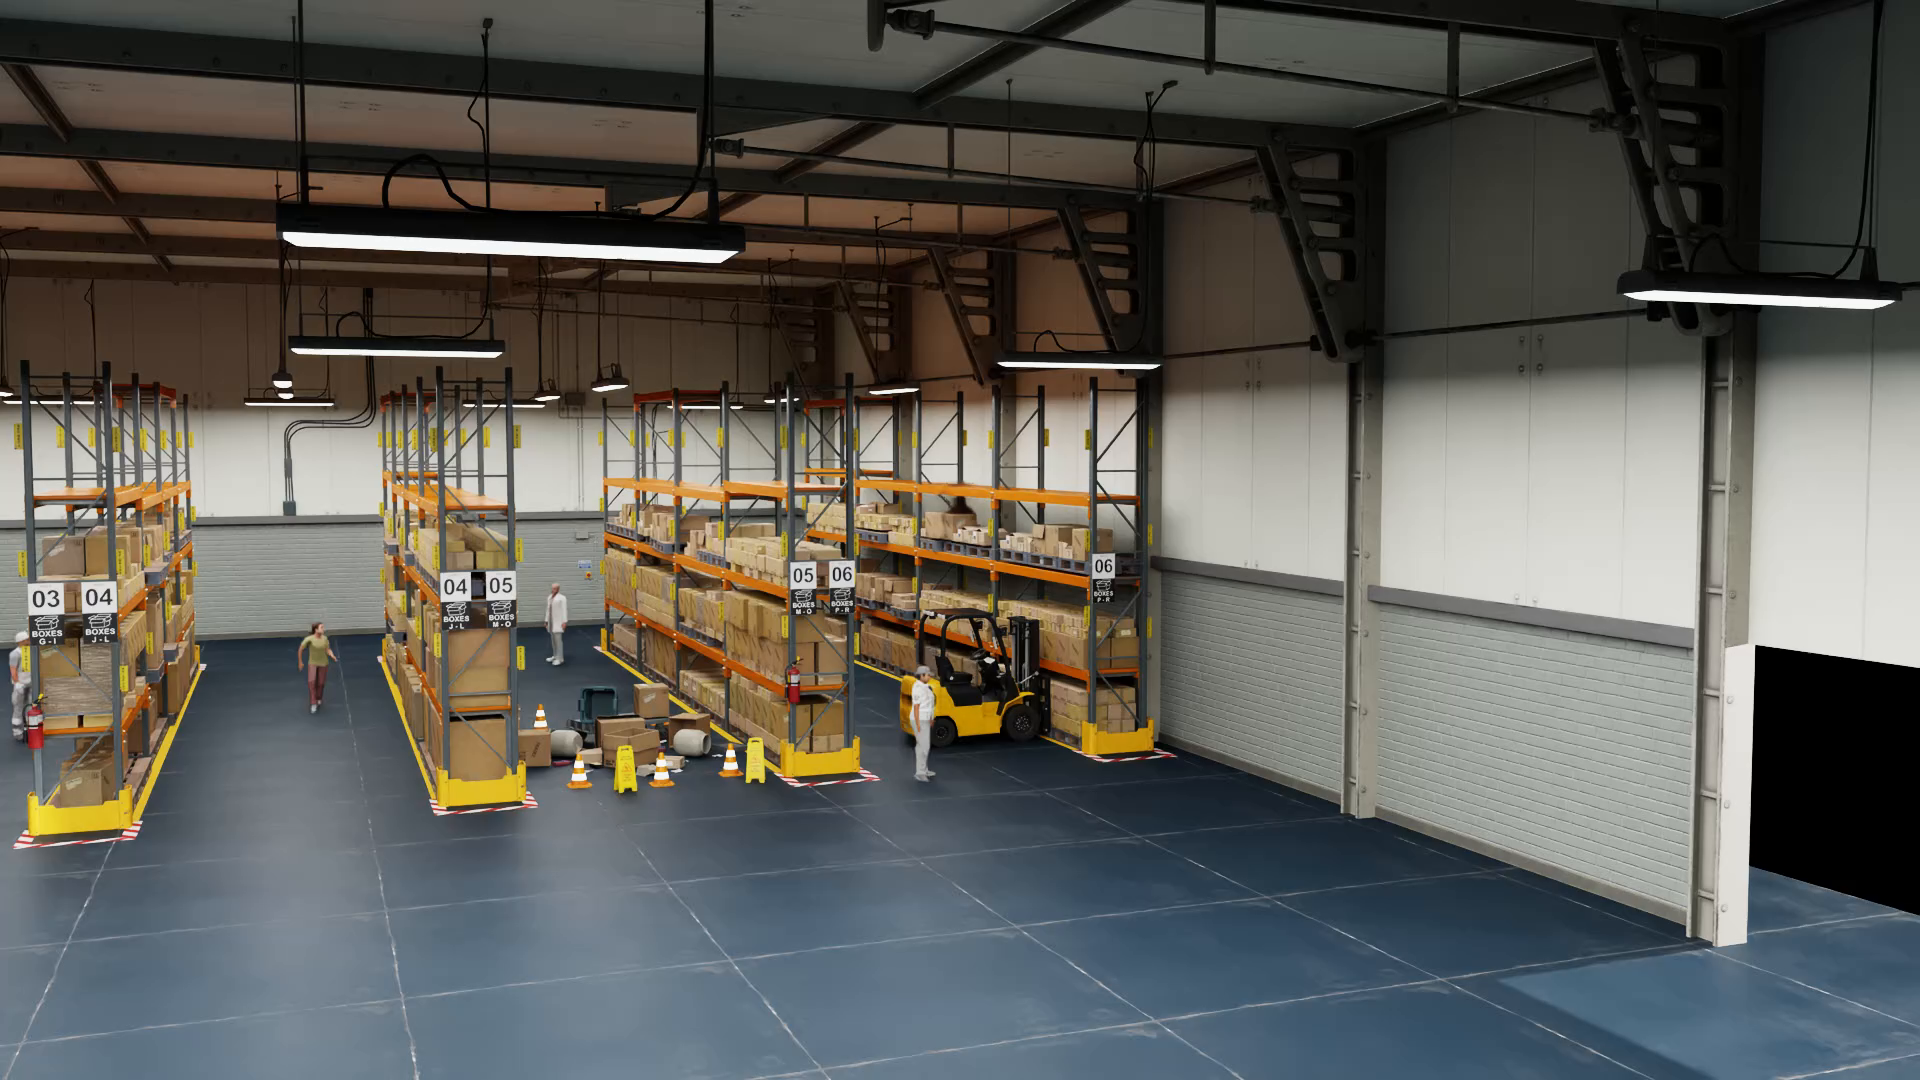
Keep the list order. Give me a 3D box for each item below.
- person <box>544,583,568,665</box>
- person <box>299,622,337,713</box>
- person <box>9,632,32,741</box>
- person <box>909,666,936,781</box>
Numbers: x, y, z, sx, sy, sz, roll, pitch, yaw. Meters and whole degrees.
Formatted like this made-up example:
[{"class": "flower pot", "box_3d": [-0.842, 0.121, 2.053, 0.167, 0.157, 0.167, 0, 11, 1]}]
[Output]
[{"class": "person", "box_3d": [-9.152, 1.876, 37.408, 0.651, 1.807, 0.518, 3, 4, 38]}, {"class": "person", "box_3d": [-11.942, 2.335, 30.932, 0.663, 1.649, 0.982, -1, 4, -22]}, {"class": "person", "box_3d": [-15.617, 2.436, 27.798, 0.472, 1.806, 0.594, 1, 4, 18]}, {"class": "person", "box_3d": [-0.563, 2.727, 24.645, 0.396, 1.732, 0.581, 0, 3, 5]}]
